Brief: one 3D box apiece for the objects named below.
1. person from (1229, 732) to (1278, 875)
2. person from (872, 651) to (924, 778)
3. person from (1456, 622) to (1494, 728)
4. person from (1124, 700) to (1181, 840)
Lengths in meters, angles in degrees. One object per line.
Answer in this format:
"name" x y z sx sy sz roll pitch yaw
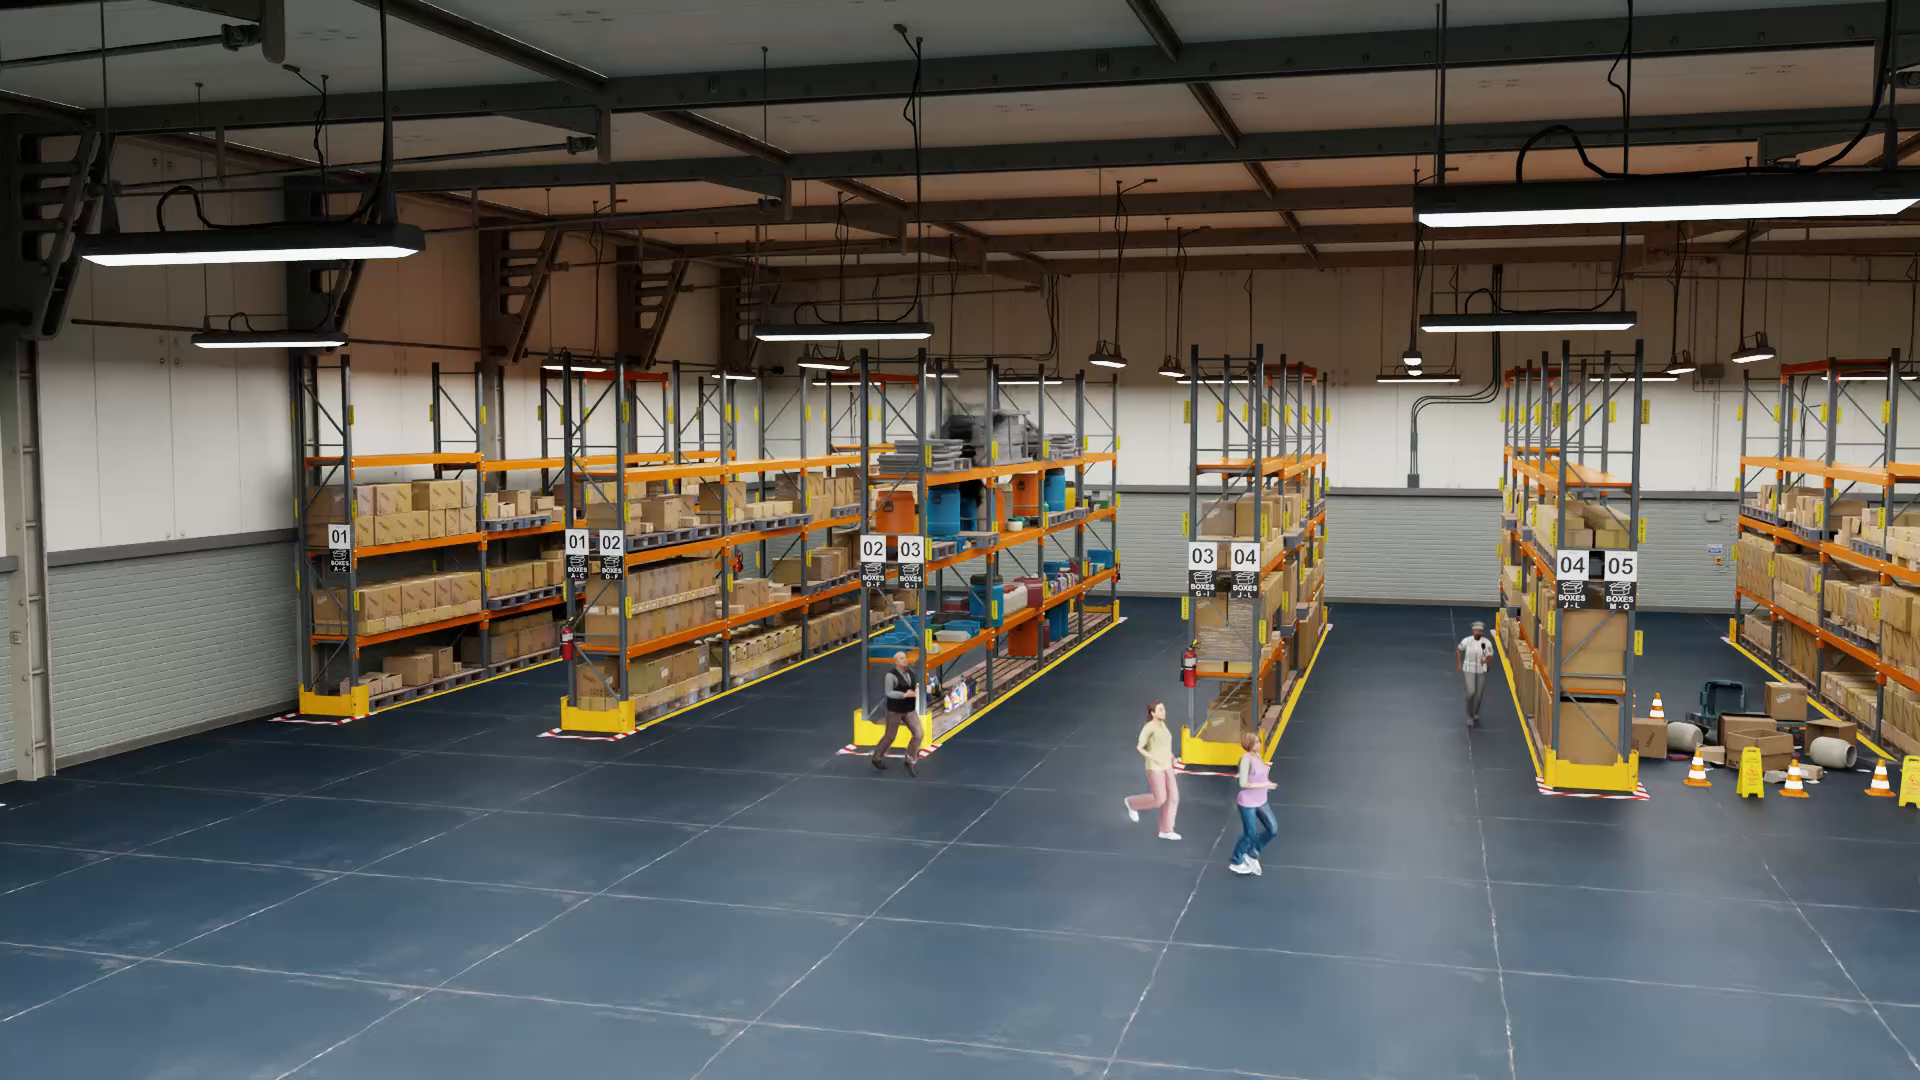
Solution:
"person" 3.196 2.859 17.968 0.615 1.582 0.519 4 6 40
"person" -0.829 2.414 23.133 0.664 1.760 0.886 -4 6 -41
"person" 8.298 2.160 26.776 0.536 1.726 0.801 1 4 8
"person" 2.329 2.708 19.737 0.776 1.637 0.579 4 6 42
